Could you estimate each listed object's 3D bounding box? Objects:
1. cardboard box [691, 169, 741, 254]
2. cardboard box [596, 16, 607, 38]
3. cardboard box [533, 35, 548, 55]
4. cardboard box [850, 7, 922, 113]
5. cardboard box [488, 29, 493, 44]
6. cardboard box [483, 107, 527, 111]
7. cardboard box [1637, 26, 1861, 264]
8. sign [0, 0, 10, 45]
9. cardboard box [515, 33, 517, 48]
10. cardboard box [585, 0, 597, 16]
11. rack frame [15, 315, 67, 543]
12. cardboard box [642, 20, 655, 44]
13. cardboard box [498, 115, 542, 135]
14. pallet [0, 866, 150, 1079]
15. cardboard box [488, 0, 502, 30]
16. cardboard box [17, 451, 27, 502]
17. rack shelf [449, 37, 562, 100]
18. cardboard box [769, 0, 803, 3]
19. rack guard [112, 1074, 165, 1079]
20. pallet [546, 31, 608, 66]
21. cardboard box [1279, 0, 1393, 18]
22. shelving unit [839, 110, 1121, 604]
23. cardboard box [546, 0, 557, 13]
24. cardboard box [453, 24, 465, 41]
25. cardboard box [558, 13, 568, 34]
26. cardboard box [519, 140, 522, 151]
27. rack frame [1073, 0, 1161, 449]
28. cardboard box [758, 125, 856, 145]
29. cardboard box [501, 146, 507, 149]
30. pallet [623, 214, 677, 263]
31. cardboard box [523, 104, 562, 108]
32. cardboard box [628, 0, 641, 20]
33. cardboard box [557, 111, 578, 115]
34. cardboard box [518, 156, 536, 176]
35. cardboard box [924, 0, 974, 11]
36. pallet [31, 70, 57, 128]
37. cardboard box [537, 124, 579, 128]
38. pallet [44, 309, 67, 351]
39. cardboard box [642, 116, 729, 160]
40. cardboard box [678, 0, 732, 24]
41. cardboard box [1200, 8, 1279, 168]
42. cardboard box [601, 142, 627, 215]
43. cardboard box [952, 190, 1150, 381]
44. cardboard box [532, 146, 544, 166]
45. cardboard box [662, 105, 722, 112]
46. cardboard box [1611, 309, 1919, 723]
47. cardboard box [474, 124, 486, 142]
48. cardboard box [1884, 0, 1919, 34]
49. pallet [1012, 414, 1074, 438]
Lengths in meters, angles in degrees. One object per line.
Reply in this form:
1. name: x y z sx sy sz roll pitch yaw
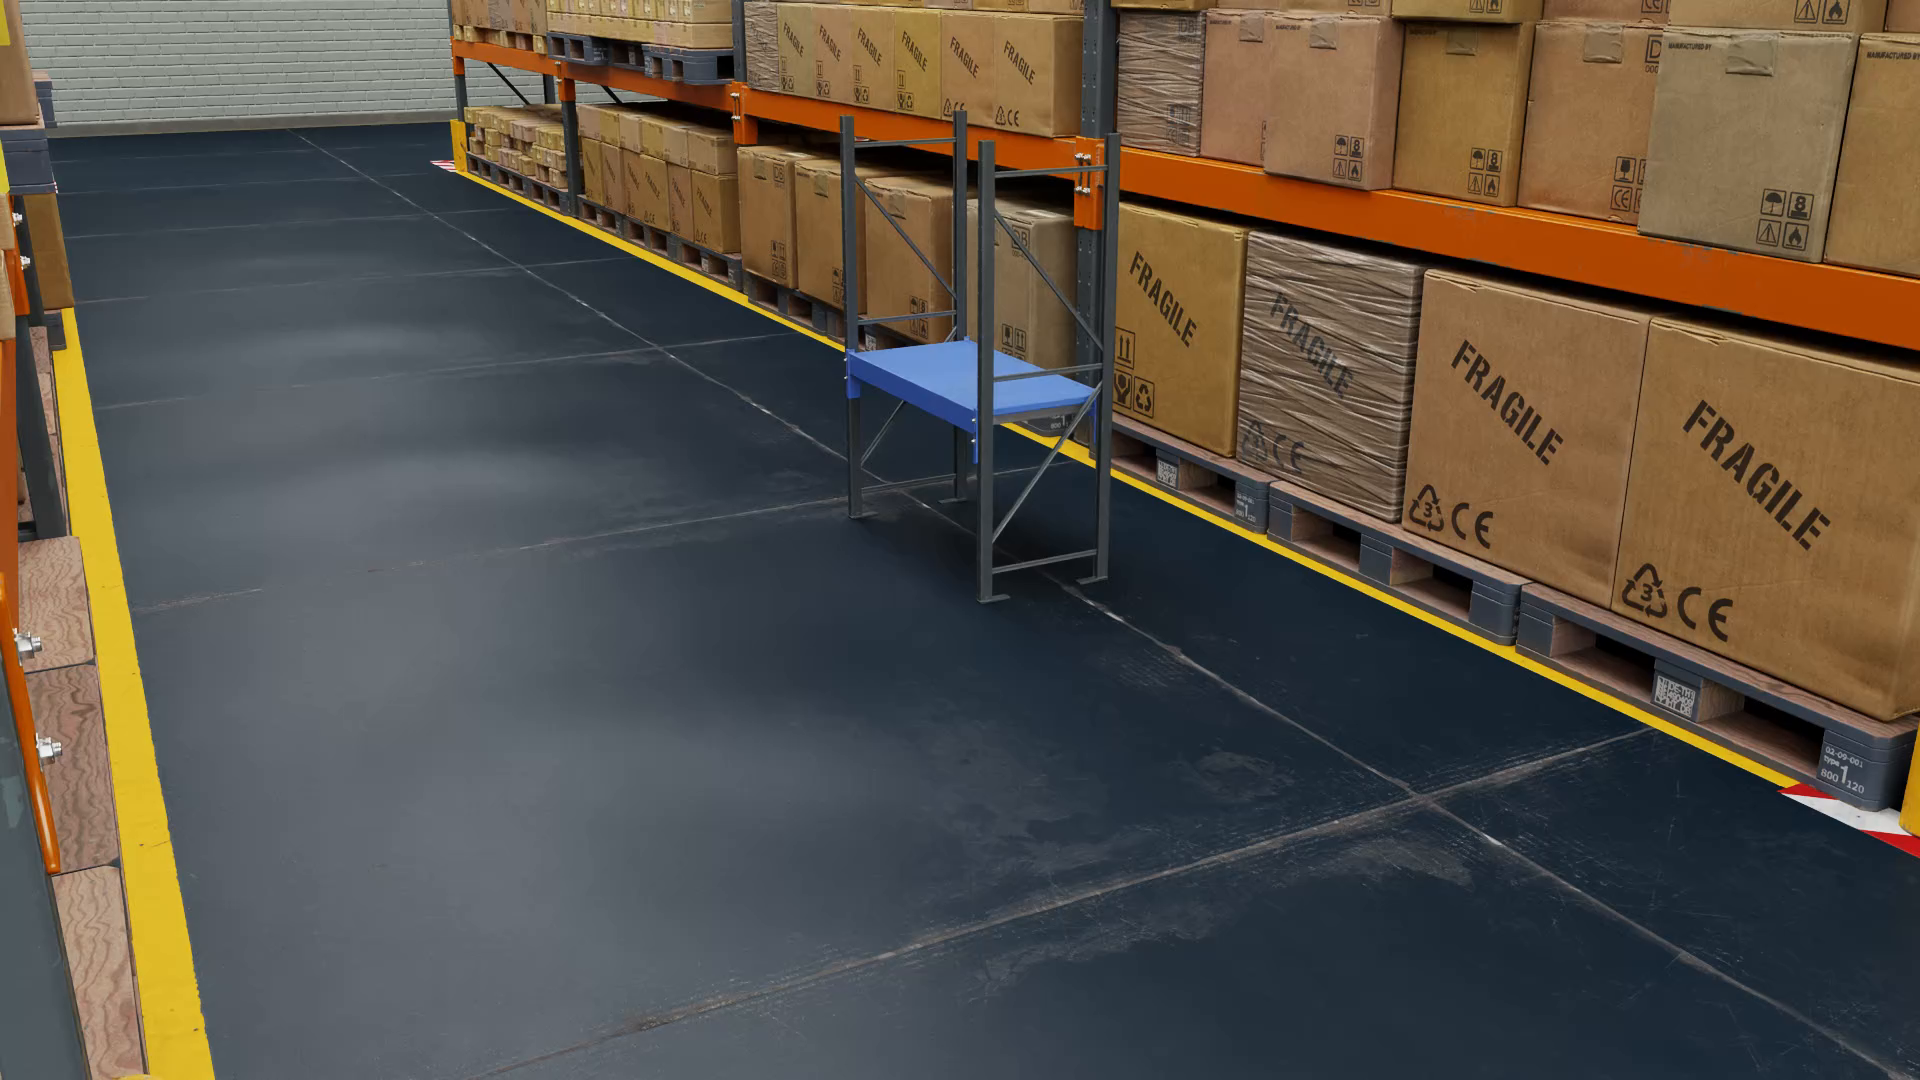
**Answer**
1. cardboard box: -1.470 -2.227 11.176 0.500 0.500 0.500 -10 21 -27
2. cardboard box: -2.420 -3.732 12.089 0.380 0.149 0.250 -10 22 -28
3. cardboard box: -3.387 -4.194 14.073 0.380 0.149 0.250 -11 22 -28
4. cardboard box: -0.235 -2.505 8.639 0.500 0.500 0.500 -10 22 -27
5. cardboard box: -4.273 -4.809 15.855 0.380 0.149 0.250 -10 22 -27
6. cardboard box: -4.540 -4.227 16.598 0.380 0.149 0.250 -10 21 -26
7. cardboard box: 2.375 -1.090 4.463 0.875 0.550 0.550 -10 21 -27
8. sign: -2.968 -1.670 5.045 0.100 0.325 0.005 -10 21 -27
9. cardboard box: -3.791 -4.513 14.996 0.380 0.149 0.250 -10 22 -27
10. cardboard box: -2.543 -3.947 12.255 0.380 0.149 0.250 -9 21 -24
11. rack frame: -3.441 -1.174 4.936 1.000 3.000 0.127 -10 21 -27
12. cardboard box: -1.921 -3.430 11.213 0.380 0.149 0.250 -10 22 -27
13. cardboard box: -4.135 -3.913 15.687 0.380 0.149 0.250 -10 21 -26
14. pallet: -1.933 1.031 2.819 1.003 0.211 1.213 -10 21 -27
15. cardboard box: -4.011 -4.937 15.231 0.500 0.500 0.500 -11 22 -28
16. cardboard box: -3.714 -0.380 5.793 0.700 0.500 0.500 -12 22 -31
17. rack shelf: -3.777 -4.444 15.515 1.077 0.370 4.000 -10 21 -27
18. cardboard box: -0.723 -3.451 9.849 0.700 0.500 0.500 -10 21 -27
19. rack guard: -1.578 1.134 2.080 1.175 0.500 0.348 -10 21 -27
20. pallet: -2.592 -3.878 13.064 1.003 0.211 1.213 -10 21 -27
21. cardboard box: 1.615 -2.068 5.640 0.875 0.550 0.550 -10 21 -27
22. shelving unit: 0.041 -0.684 5.816 0.538 1.500 1.048 -10 21 -27
23. cardboard box: -3.045 -4.246 13.124 0.380 0.149 0.250 -10 21 -26
24. cardboard box: -4.861 -5.096 16.686 0.380 0.149 0.250 -10 21 -27
25. cardboard box: -2.908 -4.027 12.944 0.380 0.149 0.250 -10 21 -26
26. cardboard box: -3.909 -3.713 15.565 0.380 0.149 0.250 -9 21 -24
27. rack frame: 0.972 -1.914 7.079 1.000 3.000 0.127 -10 21 -27
28. cardboard box: -1.042 -2.669 11.306 0.500 0.250 0.500 -11 22 -29
29. cardboard box: -4.209 -3.728 16.063 0.380 0.149 0.250 -10 21 -27
30. pallet: -1.873 -2.318 12.526 1.003 0.211 1.213 -10 21 -27
31. cardboard box: -4.252 -4.378 17.035 0.380 0.149 0.250 -10 21 -26
32. cardboard box: -2.053 -3.649 11.393 0.380 0.149 0.250 -10 21 -27
33. cardboard box: -3.705 -4.090 16.199 0.380 0.149 0.250 -9 21 -25
34. cardboard box: -3.805 -3.418 15.165 0.380 0.149 0.250 -10 21 -27
35. cardboard box: 0.245 -2.868 8.157 0.700 0.500 0.500 -10 21 -26
36. pallet: -4.909 -2.044 7.750 1.213 0.211 1.003 -10 21 -27
37. cardboard box: -3.561 -3.628 14.862 0.380 0.149 0.250 -9 21 -25
38. pallet: -5.649 -1.243 9.409 1.003 0.211 1.213 -10 21 -27
39. cardboard box: -1.960 -2.881 11.920 0.500 0.250 0.500 -9 21 -25
40. cardboard box: -1.563 -3.354 10.537 0.380 0.149 0.250 -9 21 -26
41. cardboard box: 1.438 -1.726 6.305 0.875 0.550 0.550 -10 21 -27
42. cardboard box: -2.457 -2.822 12.900 0.500 0.500 0.500 -9 21 -24
43. cardboard box: 0.598 -1.213 7.853 1.050 0.750 0.750 -10 21 -27
44. cardboard box: -3.539 -3.393 14.636 0.380 0.149 0.250 -11 22 -29
45. cardboard box: -2.019 -3.257 13.011 0.500 0.250 0.500 -9 21 -24
46. cardboard box: 2.491 -0.144 4.564 0.875 0.875 0.875 -10 21 -26
47. cardboard box: -4.623 -4.072 16.606 0.380 0.149 0.250 -10 21 -27
48. cardboard box: 2.729 -1.459 3.877 0.875 0.550 0.550 -10 21 -27
49. pallet: 0.539 -0.805 8.142 1.003 0.211 1.213 -10 21 -27
